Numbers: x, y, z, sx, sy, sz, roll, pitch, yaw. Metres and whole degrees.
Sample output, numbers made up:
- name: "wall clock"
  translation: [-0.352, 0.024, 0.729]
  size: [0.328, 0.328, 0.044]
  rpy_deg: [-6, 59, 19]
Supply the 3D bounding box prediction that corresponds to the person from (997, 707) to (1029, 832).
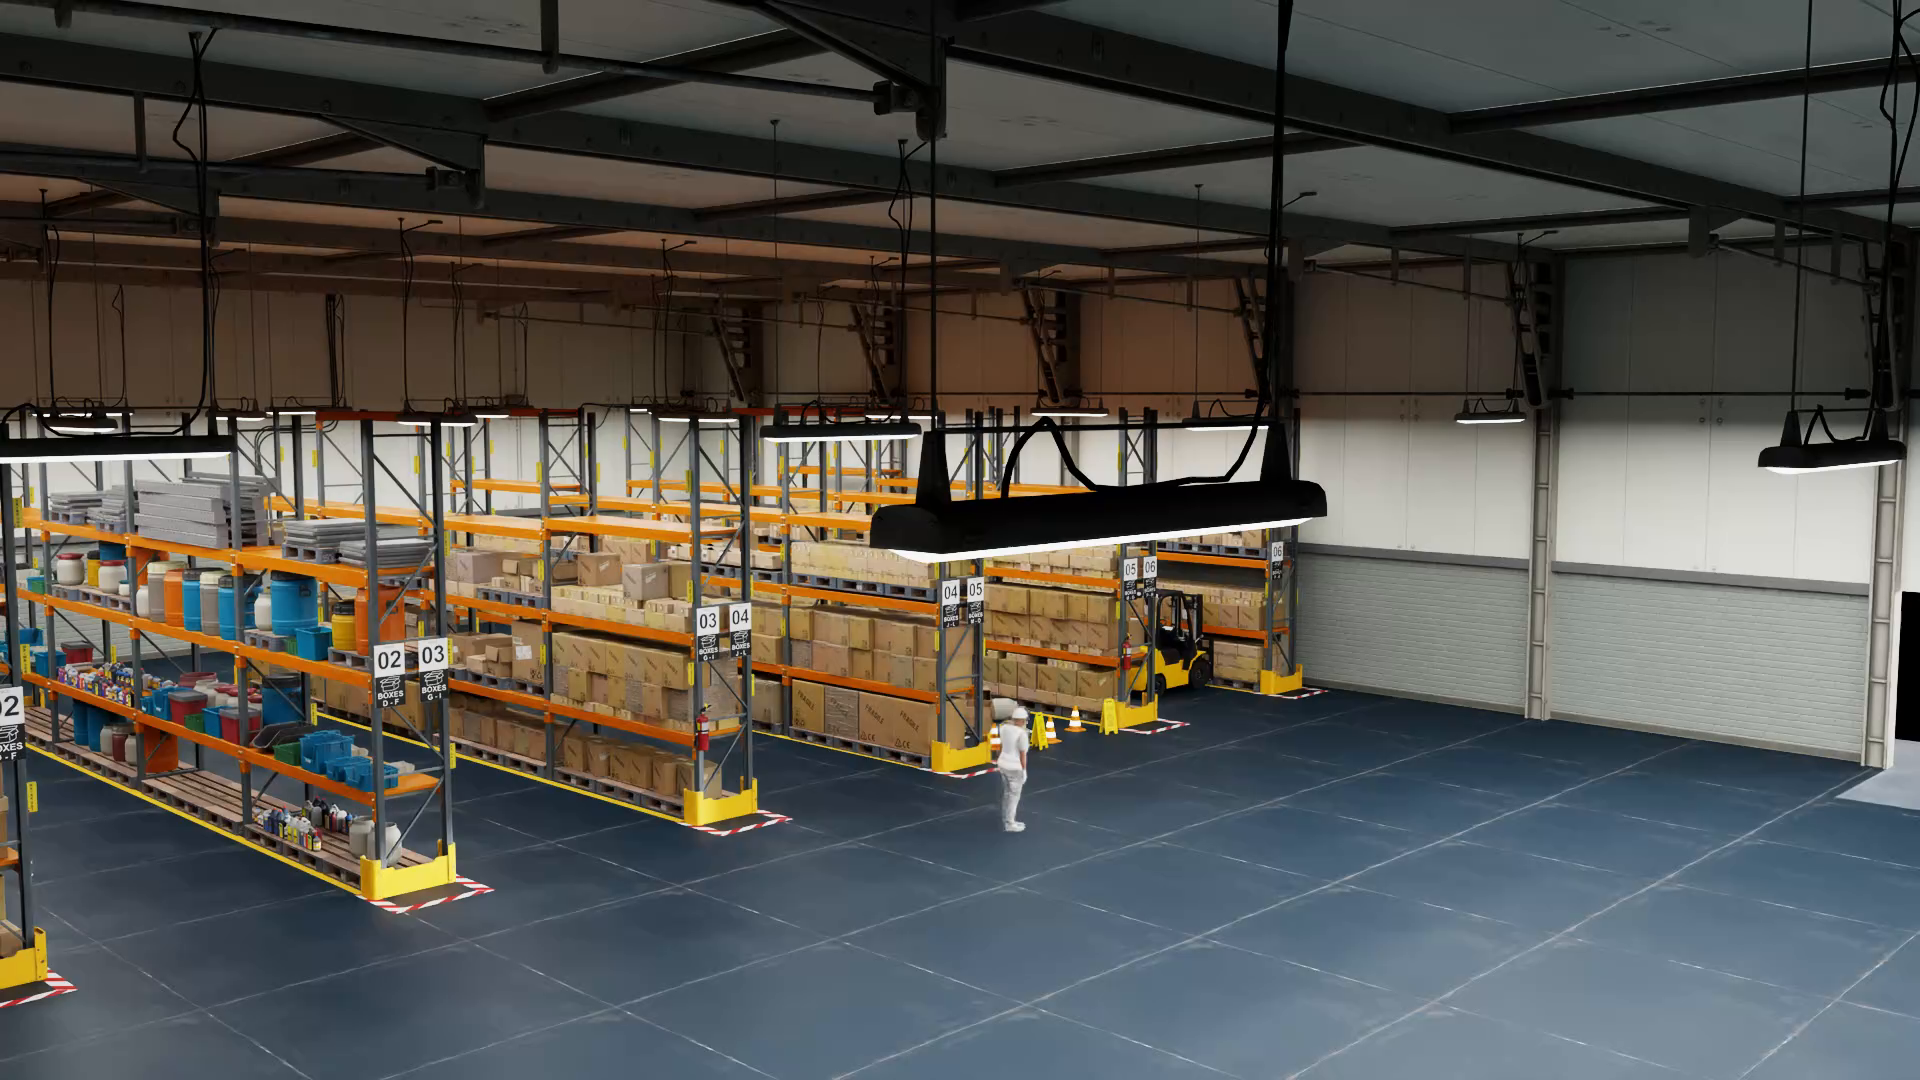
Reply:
- name: "person"
  translation: [0.795, 3.313, 24.087]
  size: [0.450, 1.790, 0.585]
  rpy_deg: [-3, 6, -32]
